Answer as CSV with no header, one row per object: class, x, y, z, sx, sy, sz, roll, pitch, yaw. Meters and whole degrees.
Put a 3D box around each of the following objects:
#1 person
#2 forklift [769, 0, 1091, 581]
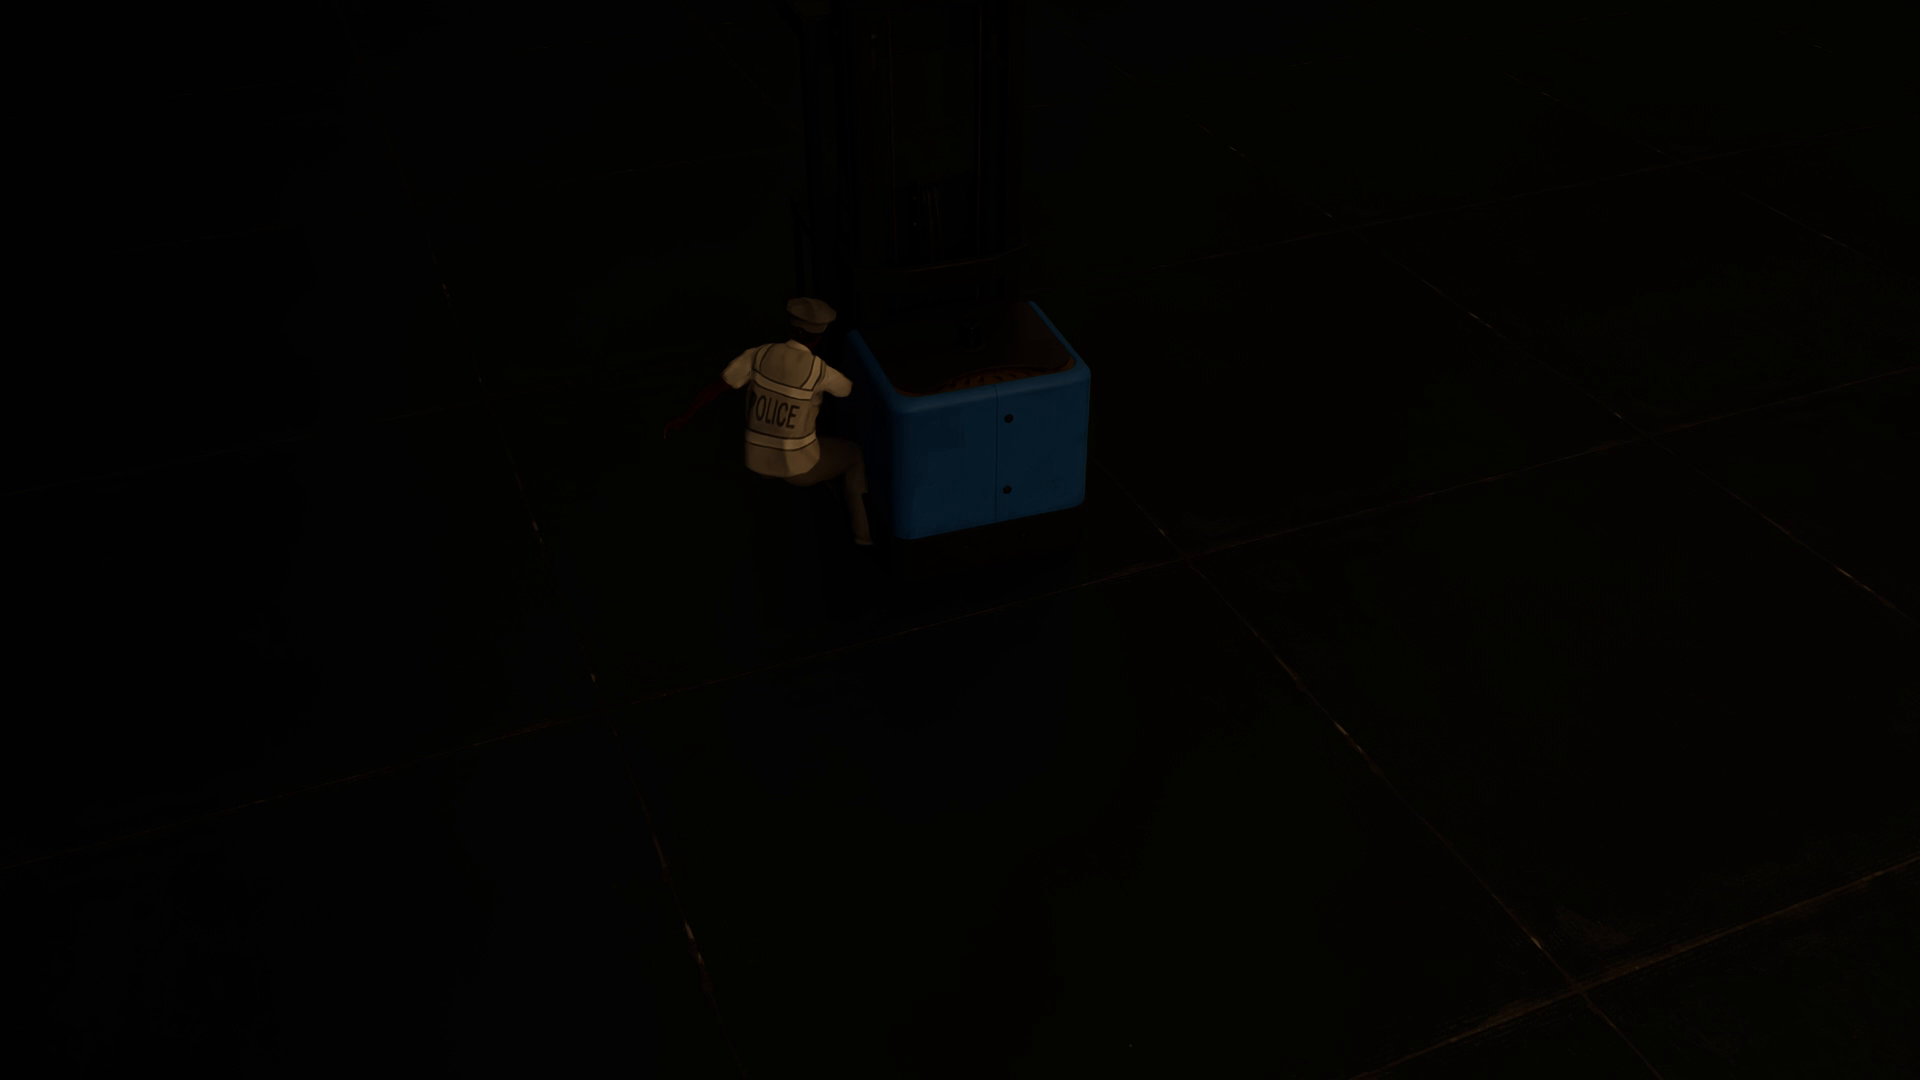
person,-0.837,-0.592,8.342,0.998,1.405,0.900,14,38,18
forklift,-0.319,-1.845,8.694,1.130,2.935,3.031,-11,37,-16
